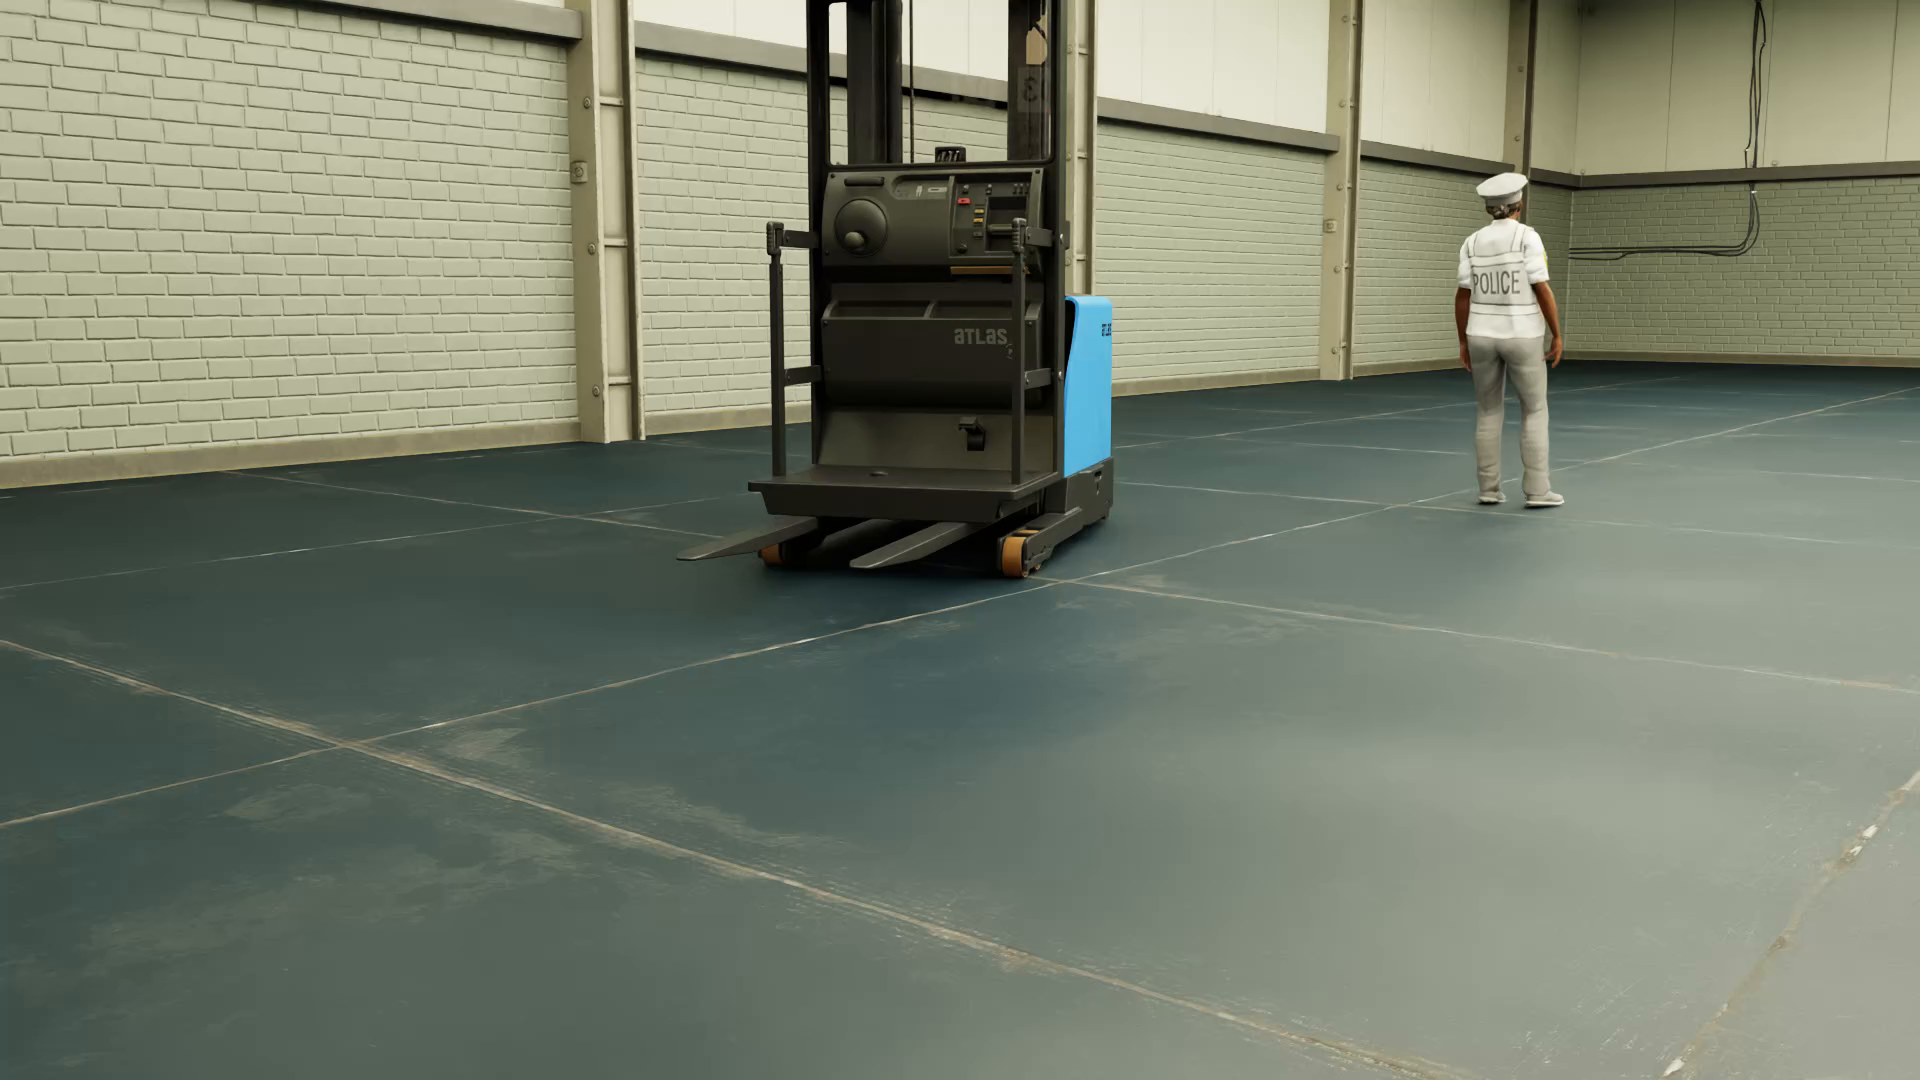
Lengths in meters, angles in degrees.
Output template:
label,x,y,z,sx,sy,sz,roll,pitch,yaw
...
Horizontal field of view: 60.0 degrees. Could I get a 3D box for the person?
label,x,y,z,sx,sy,sz,roll,pitch,yaw
person,2.827,-1.016,8.541,0.536,1.709,0.471,7,11,41

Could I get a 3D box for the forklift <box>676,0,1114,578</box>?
label,x,y,z,sx,sy,sz,roll,pitch,yaw
forklift,-0.176,-1.366,6.616,1.130,2.935,3.031,3,9,17
